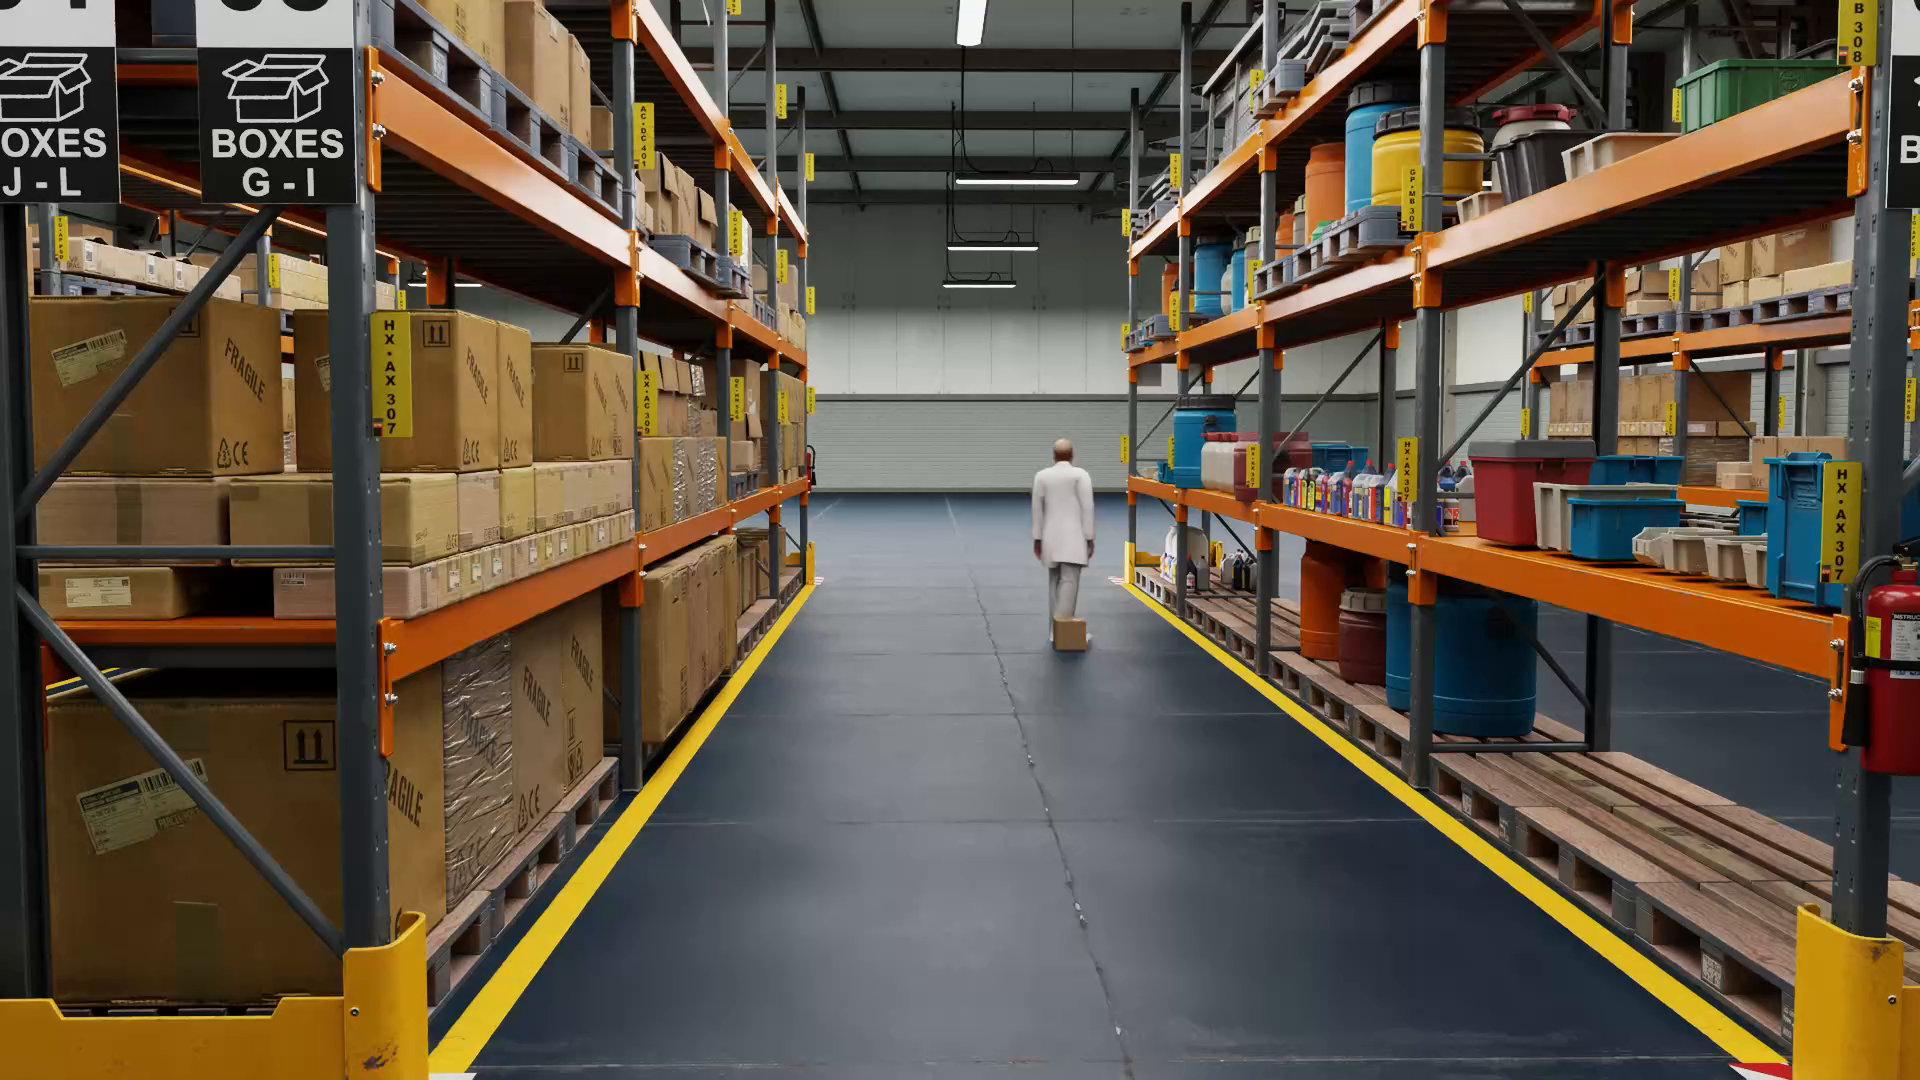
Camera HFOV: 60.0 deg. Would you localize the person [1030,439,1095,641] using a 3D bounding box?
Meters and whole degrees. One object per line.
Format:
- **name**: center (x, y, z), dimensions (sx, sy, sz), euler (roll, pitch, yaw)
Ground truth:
- **person**: center (0.903, 0.006, 14.552), dimensions (0.597, 1.778, 0.623), euler (2, 4, 32)
